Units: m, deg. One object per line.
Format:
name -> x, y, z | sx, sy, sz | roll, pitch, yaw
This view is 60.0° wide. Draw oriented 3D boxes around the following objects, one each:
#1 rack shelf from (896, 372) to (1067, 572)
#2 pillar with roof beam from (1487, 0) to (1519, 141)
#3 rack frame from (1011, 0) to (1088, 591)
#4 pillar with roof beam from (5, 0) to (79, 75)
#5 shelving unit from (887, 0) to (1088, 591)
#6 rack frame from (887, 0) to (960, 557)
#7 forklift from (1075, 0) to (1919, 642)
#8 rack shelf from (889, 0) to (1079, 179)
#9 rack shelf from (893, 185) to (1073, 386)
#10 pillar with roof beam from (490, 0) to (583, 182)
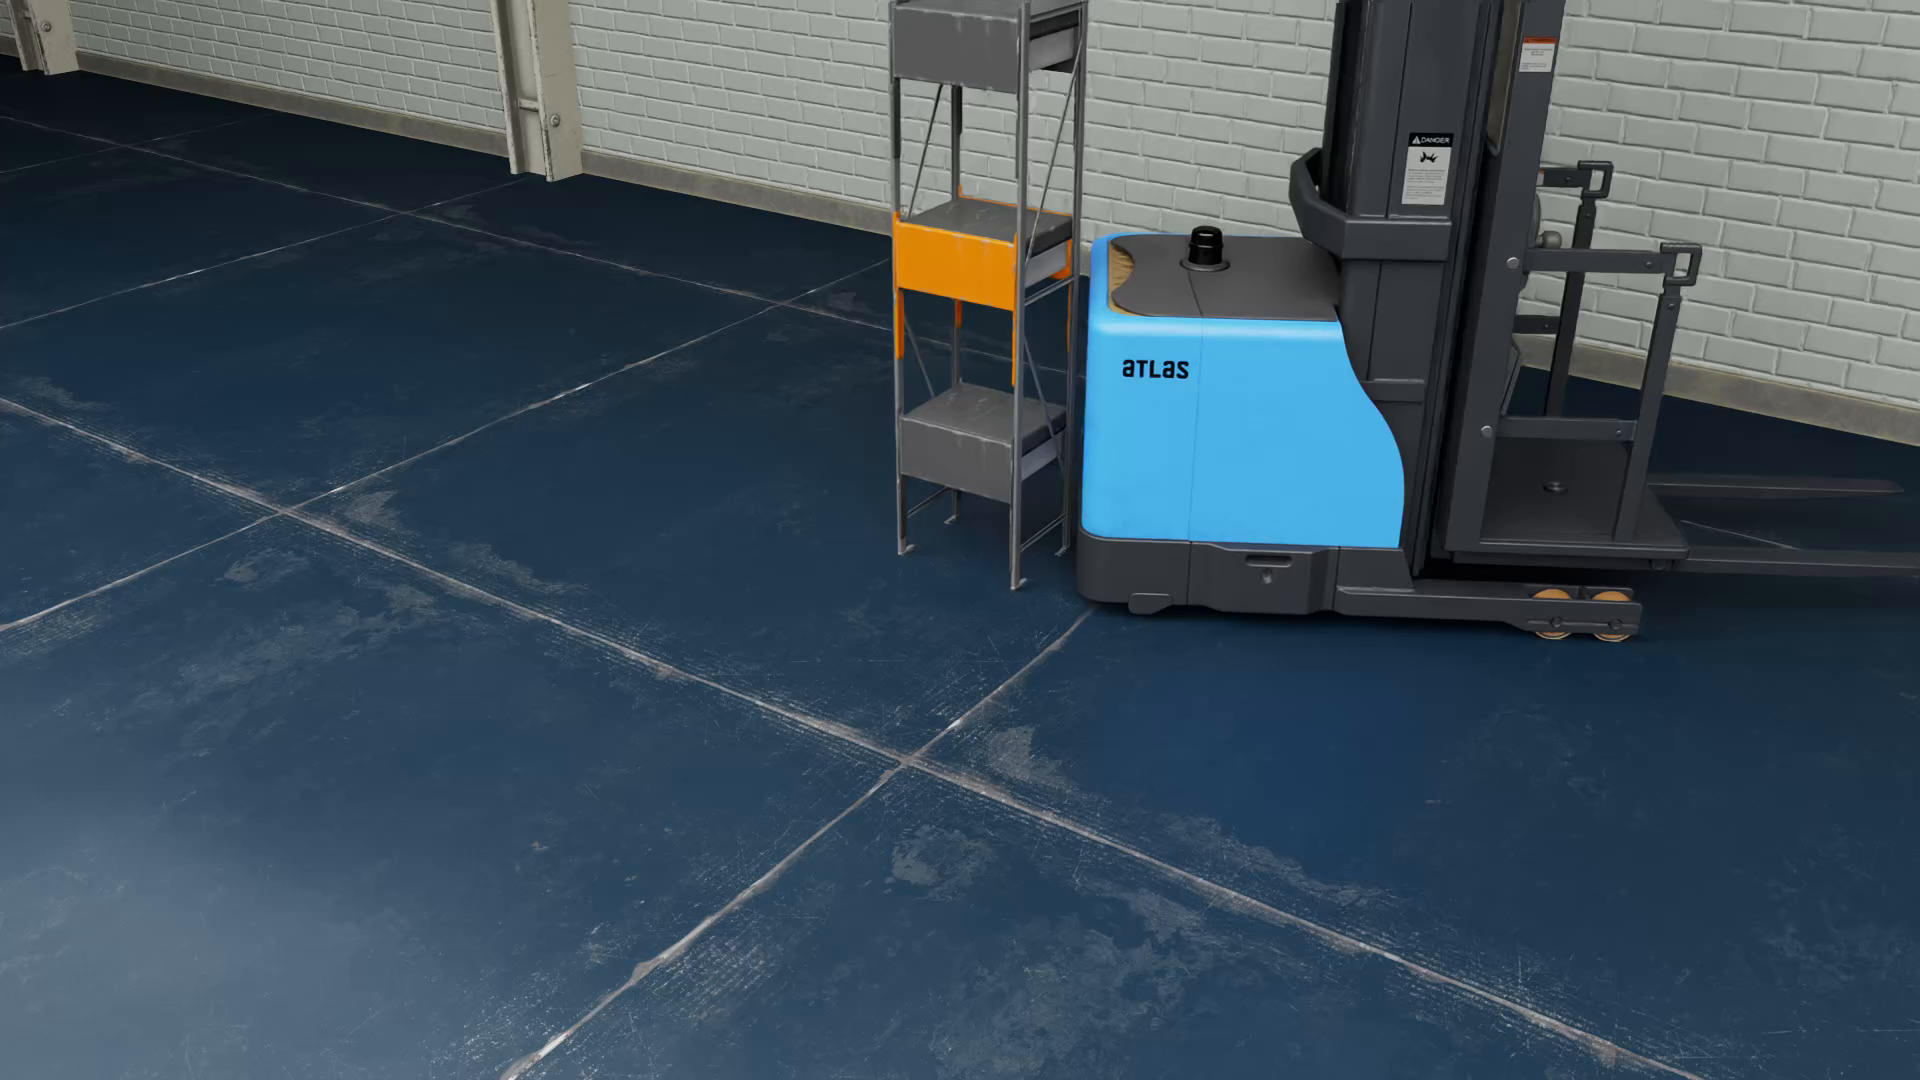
rack shelf -> 0.090, -0.255, 6.010 | 0.480, 0.518, 0.431 | 16, 31, 29
pillar with roof beam -> -0.226, -3.304, 2.820 | 0.400, 9.000, 9.100 | 17, 32, 30
rack frame -> 0.295, -0.831, 5.569 | 0.015, 2.100, 0.400 | 16, 31, 29
pillar with roof beam -> -10.118, -6.385, 8.875 | 0.400, 9.000, 9.100 | 17, 32, 30
shelving unit -> 0.090, -0.891, 5.687 | 0.503, 2.100, 0.431 | 16, 31, 29
rack frame -> -0.115, -0.952, 5.805 | 0.015, 2.100, 0.400 | 16, 31, 29
forklift -> 1.944, -1.216, 5.409 | 3.031, 2.935, 1.130 | 2, 27, 4
rack shelf -> 0.090, -1.503, 5.375 | 0.480, 0.518, 0.431 | 16, 31, 29
rack shelf -> 0.090, -0.879, 5.693 | 0.480, 0.518, 0.431 | 16, 31, 29
pillar with roof beam -> -5.172, -4.844, 5.847 | 0.400, 9.000, 9.100 | 17, 32, 30
